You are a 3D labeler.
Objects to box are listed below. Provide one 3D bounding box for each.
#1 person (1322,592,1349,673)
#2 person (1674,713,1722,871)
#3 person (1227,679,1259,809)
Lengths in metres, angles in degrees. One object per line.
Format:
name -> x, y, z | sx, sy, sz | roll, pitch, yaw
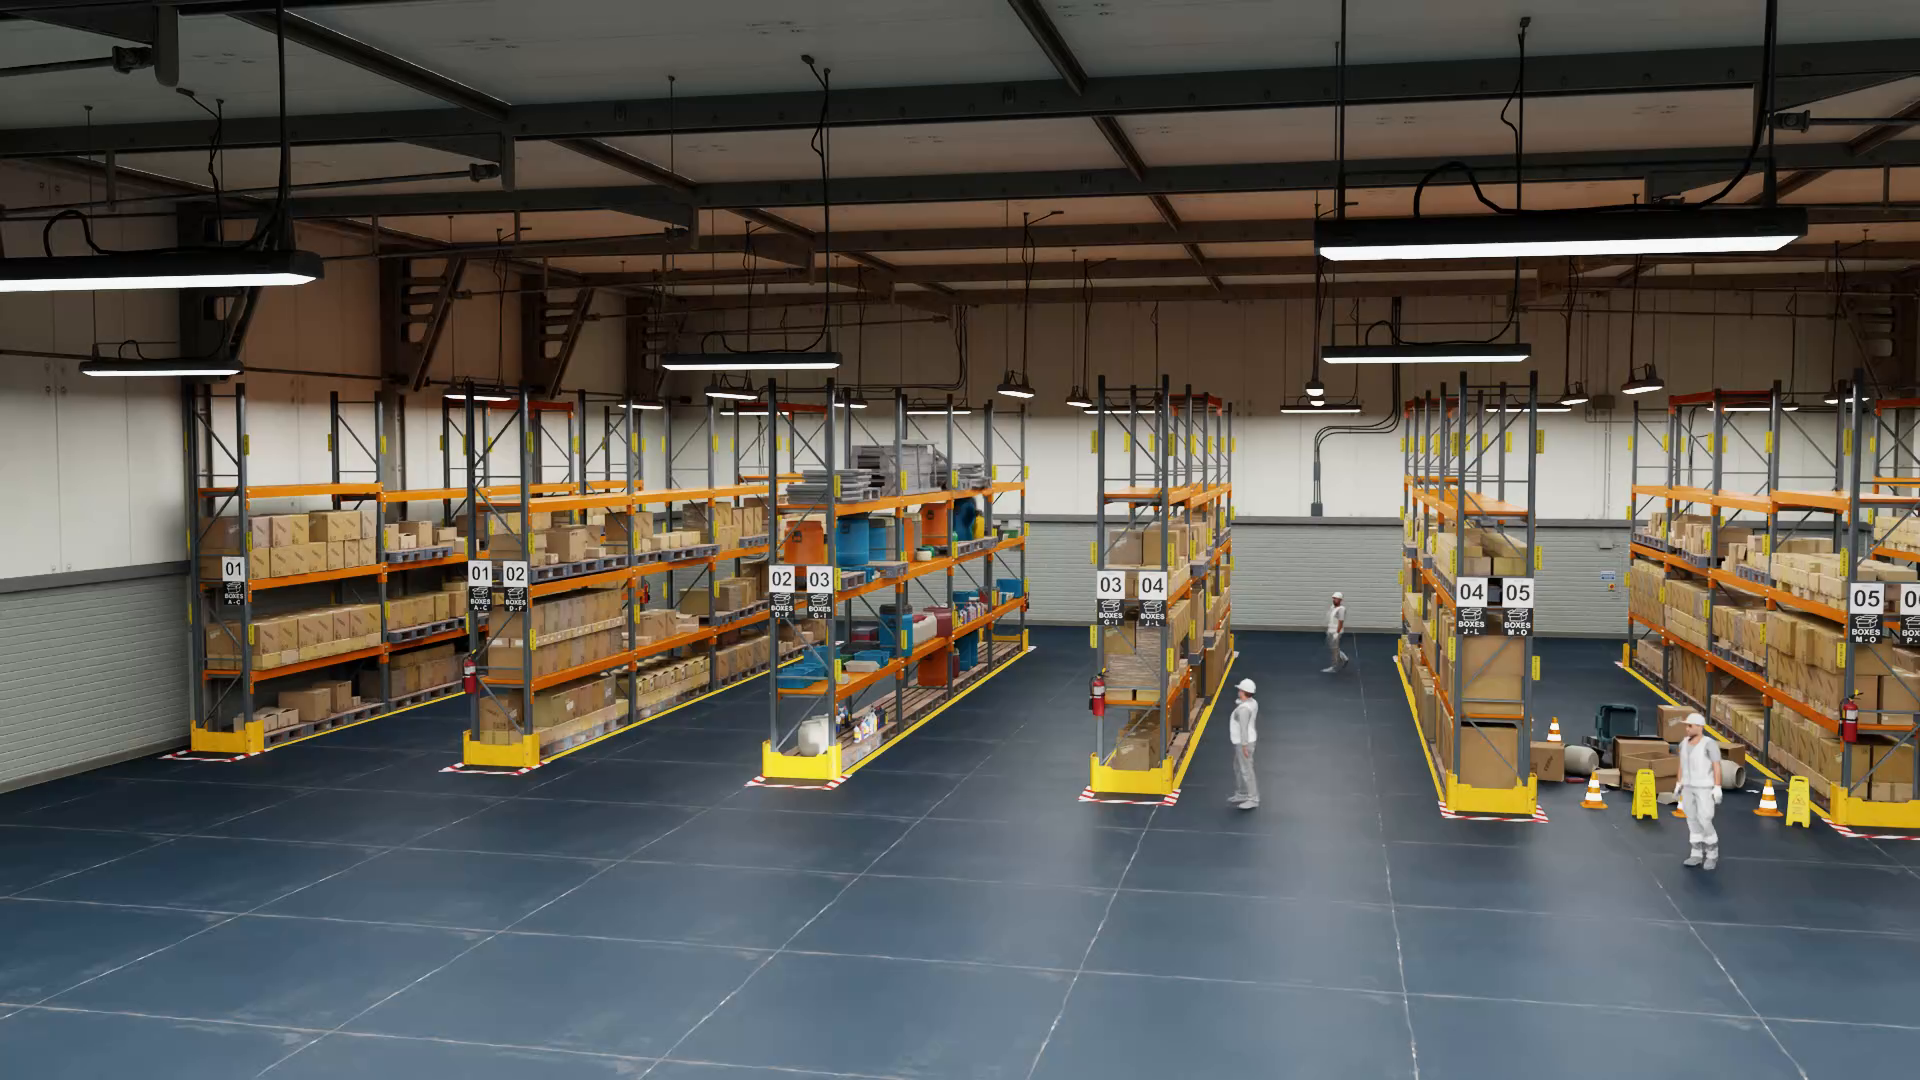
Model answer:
person -> 8.223, 2.024, 36.342 | 0.567, 1.781, 0.575 | 1, 3, 11
person -> 8.764, 2.977, 19.798 | 0.385, 1.817, 0.598 | -2, 4, -27
person -> 3.927, 2.790, 23.018 | 0.428, 1.779, 0.729 | 0, 3, 8
